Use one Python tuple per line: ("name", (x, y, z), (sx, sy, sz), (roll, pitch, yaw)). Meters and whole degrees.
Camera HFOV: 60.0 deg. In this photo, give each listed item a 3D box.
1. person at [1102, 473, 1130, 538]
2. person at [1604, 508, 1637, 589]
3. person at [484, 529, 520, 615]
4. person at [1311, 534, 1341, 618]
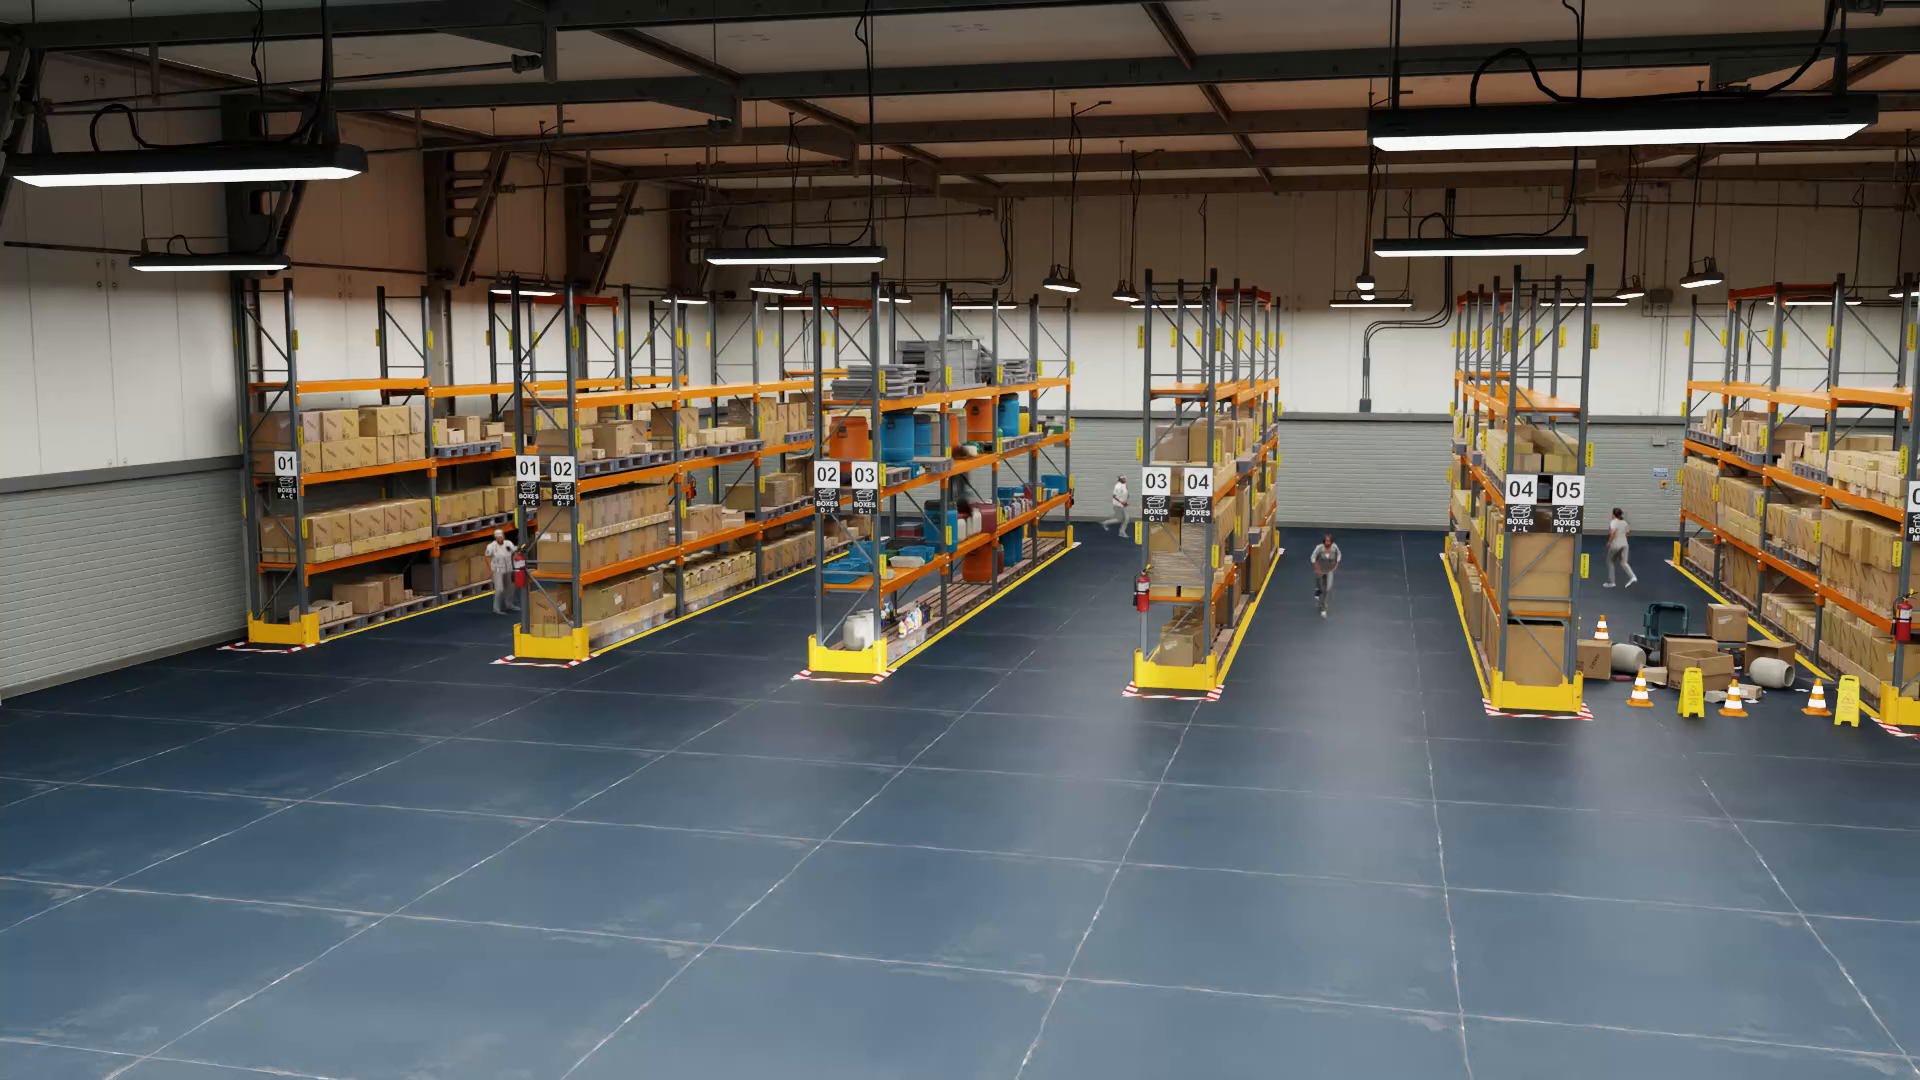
("person", (4.011, -0.896, 42.495), (0.710, 1.654, 0.559), (3, 8, 26))
("person", (13.340, 0.179, 33.533), (0.550, 1.632, 0.891), (-2, 7, -13))
("person", (-8.367, 0.579, 30.583), (0.656, 1.607, 0.777), (-6, 9, -39))
("person", (6.660, 0.621, 30.435), (0.547, 1.550, 0.869), (-1, 7, -4))
